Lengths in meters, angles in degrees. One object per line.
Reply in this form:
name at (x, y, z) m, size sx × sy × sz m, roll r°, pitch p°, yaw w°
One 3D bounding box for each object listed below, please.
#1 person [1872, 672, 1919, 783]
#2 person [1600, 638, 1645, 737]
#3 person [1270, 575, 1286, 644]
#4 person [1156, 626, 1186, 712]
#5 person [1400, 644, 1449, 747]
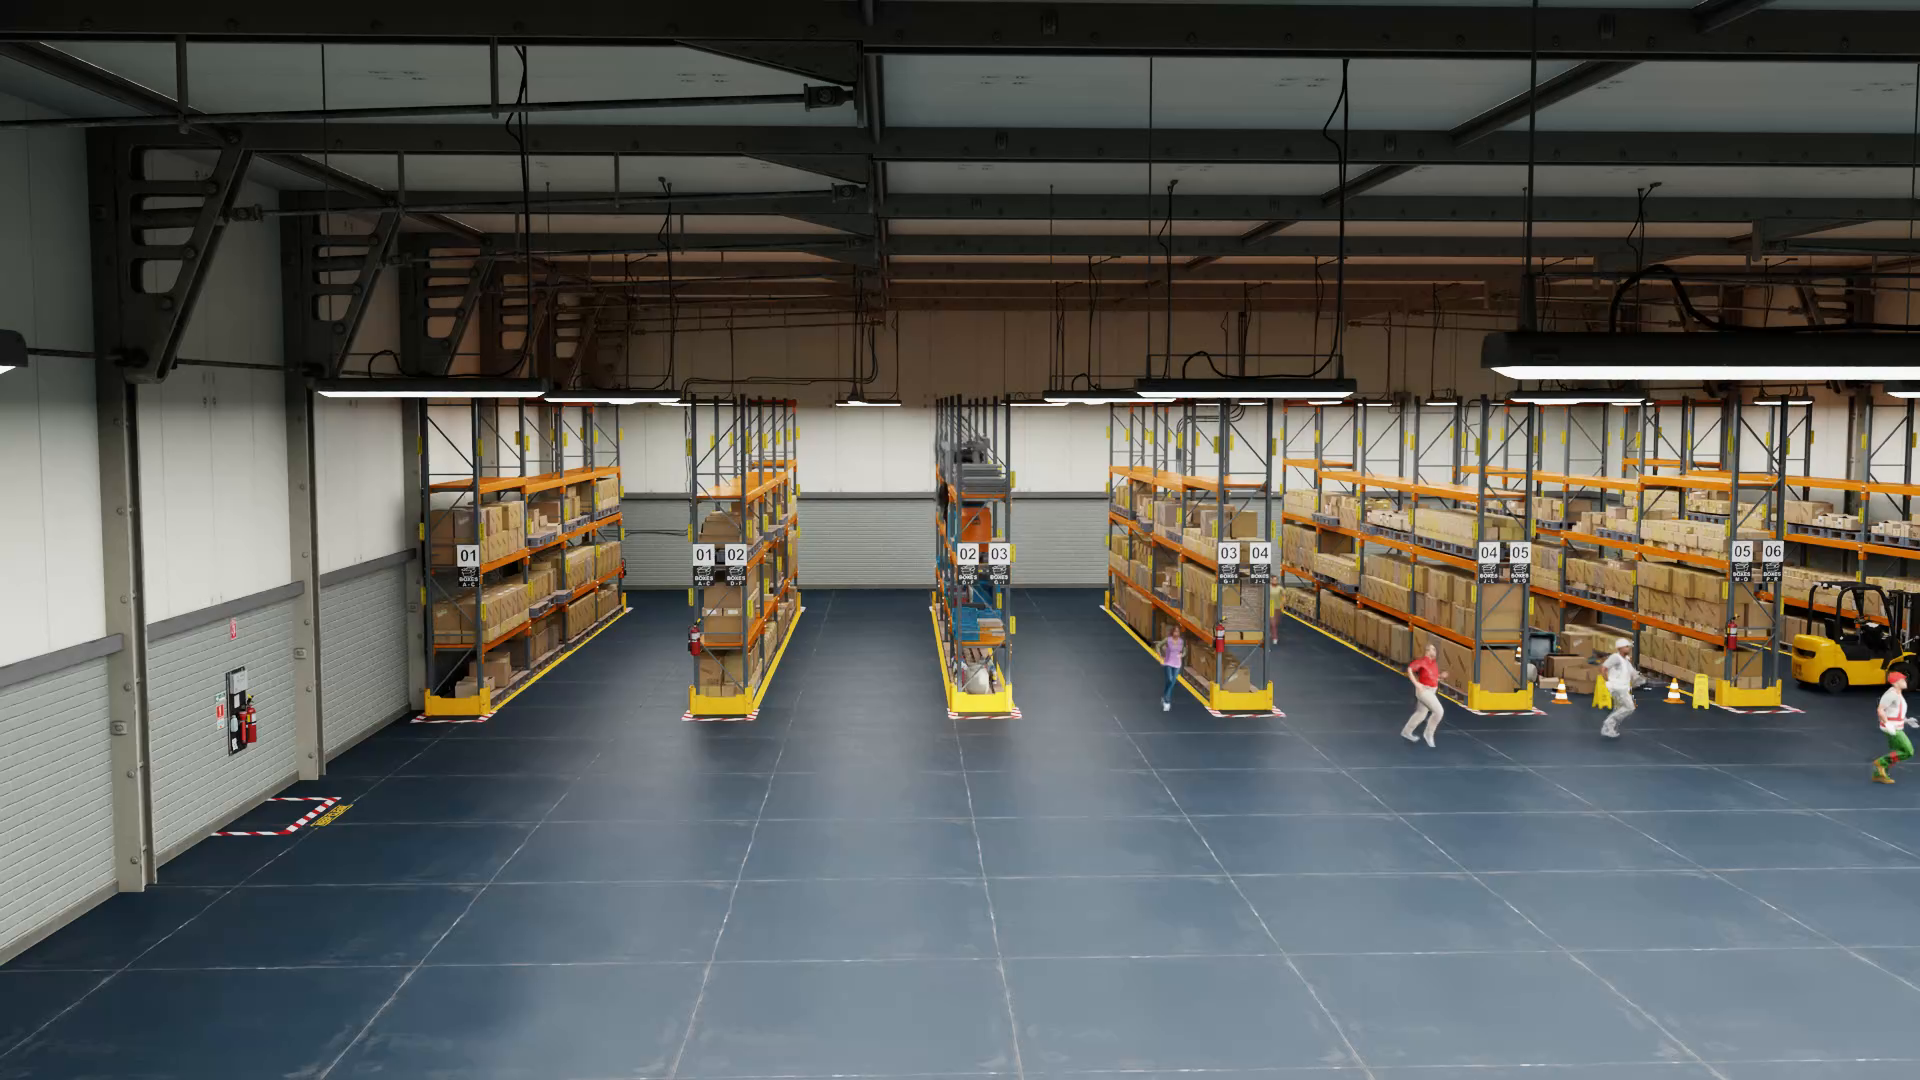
person at (14.274, 2.869, 25.362) m, size 0.590 × 1.719 × 0.608 m, roll 3°, pitch 6°, yaw 37°
person at (11.490, 2.572, 28.838) m, size 0.697 × 1.732 × 0.678 m, roll 4°, pitch 6°, yaw 40°
person at (7.721, 1.688, 40.908) m, size 0.591 × 1.667 × 0.850 m, roll 0°, pitch 5°, yaw -3°
person at (4.055, 2.442, 31.822) m, size 0.526 × 1.624 × 0.670 m, roll -1°, pitch 5°, yaw -13°
person at (7.948, 2.651, 28.414) m, size 0.789 × 1.768 × 0.640 m, roll 3°, pitch 5°, yaw 30°
